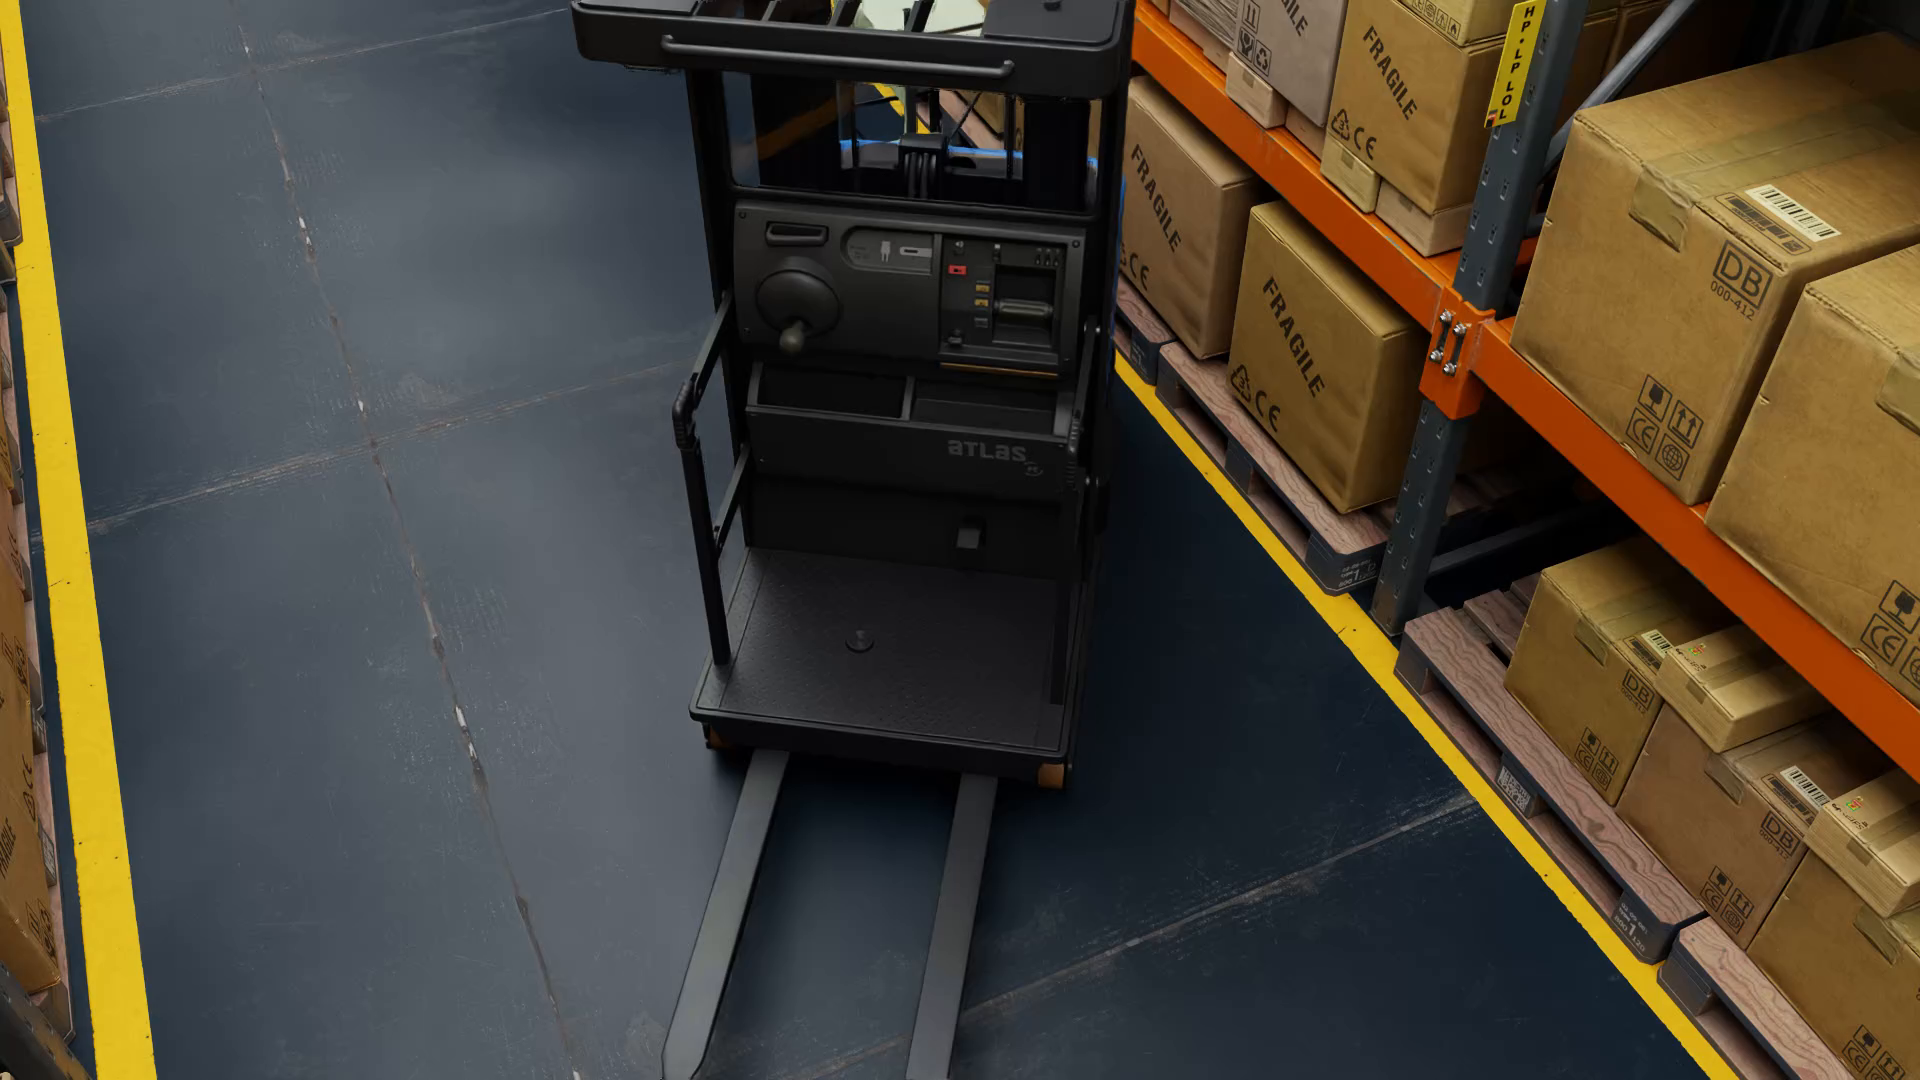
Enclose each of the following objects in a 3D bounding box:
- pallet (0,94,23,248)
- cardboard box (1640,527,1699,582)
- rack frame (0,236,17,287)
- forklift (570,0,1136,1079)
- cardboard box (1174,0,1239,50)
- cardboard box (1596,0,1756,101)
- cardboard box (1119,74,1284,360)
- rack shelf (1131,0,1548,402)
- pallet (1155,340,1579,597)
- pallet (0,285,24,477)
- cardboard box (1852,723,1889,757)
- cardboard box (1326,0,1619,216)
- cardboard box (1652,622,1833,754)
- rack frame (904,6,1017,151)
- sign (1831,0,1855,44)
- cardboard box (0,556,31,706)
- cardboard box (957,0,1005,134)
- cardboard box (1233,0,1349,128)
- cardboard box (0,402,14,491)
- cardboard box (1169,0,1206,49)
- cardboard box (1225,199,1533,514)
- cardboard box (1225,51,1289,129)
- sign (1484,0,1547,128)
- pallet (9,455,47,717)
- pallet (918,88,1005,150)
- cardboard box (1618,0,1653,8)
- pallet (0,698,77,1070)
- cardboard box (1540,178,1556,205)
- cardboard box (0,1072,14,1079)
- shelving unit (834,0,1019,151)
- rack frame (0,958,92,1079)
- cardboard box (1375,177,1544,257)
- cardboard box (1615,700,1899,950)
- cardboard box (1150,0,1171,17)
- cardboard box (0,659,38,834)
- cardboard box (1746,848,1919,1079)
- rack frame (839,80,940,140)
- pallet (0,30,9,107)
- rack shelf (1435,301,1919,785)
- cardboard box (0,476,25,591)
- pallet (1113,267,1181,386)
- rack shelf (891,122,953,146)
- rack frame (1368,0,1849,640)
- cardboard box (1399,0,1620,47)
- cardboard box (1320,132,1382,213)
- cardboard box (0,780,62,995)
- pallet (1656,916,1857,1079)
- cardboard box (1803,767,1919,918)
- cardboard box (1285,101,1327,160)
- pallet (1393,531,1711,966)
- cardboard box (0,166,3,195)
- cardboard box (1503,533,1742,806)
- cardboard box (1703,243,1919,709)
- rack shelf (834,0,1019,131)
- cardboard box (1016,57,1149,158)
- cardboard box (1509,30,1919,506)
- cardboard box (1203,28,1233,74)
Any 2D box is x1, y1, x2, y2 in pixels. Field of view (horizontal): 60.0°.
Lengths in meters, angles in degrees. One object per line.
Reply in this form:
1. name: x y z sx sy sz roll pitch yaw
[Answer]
1. pallet: -4.657 -1.557 7.178 1.003 0.211 1.213 -18 47 -17
2. cardboard box: 2.169 -0.065 4.699 0.380 0.149 0.250 -18 47 -18
3. rack frame: -4.346 -2.014 5.655 1.000 3.000 0.127 -18 47 -17
4. forklift: -0.170 -0.571 4.242 1.130 2.935 3.031 6 45 6
5. cardboard box: 0.979 -1.943 5.286 0.500 0.500 0.500 -18 47 -17
6. cardboard box: 1.864 -1.446 4.783 0.500 0.500 0.500 -20 48 -19
7. cardboard box: 1.061 -1.256 6.118 0.750 0.750 0.750 -17 47 -16
8. rack shelf: 0.988 -1.948 6.101 1.077 0.370 4.000 -18 47 -17
9. pallet: 1.436 -0.407 6.012 1.003 0.211 1.213 -18 47 -17
10. pallet: -4.066 -0.534 6.141 1.003 0.211 1.213 -18 47 -17
11. cardboard box: 2.504 0.438 4.189 0.380 0.149 0.250 -19 48 -19
12. cardboard box: 1.406 -1.298 4.633 0.500 0.500 0.500 -19 48 -18
13. cardboard box: 2.029 0.358 4.270 0.380 0.149 0.250 -17 47 -16
14. rack frame: 0.008 -1.222 5.921 0.400 1.500 0.023 -16 47 -16
15. sign: 2.332 -1.431 4.392 0.100 0.325 0.005 -18 47 -17
16. cardboard box: -3.084 0.231 4.847 0.500 0.500 0.500 -17 47 -17
17. cardboard box: 0.337 -2.356 7.233 0.750 0.750 0.750 -19 48 -18
18. cardboard box: 1.183 -1.620 4.959 0.500 0.500 0.500 -18 47 -17
19. cardboard box: -3.522 -0.424 5.510 0.500 0.500 0.500 -20 48 -19
20. cardboard box: 0.935 -1.802 5.605 0.380 0.149 0.250 -19 48 -18
21. cardboard box: 1.438 -0.690 5.545 0.750 0.750 0.750 -18 47 -17
22. cardboard box: 1.070 -1.463 5.261 0.380 0.149 0.250 -18 47 -17
23. sign: 1.341 -1.147 4.009 0.100 0.325 0.005 -18 47 -17
24. pallet: -3.557 0.242 5.354 1.003 0.211 1.213 -18 47 -17
25. pallet: 0.410 -1.962 7.588 1.003 0.211 1.213 -18 47 -17
26. cardboard box: 1.872 -1.715 4.522 0.500 0.250 0.500 -17 47 -16
27. pallet: -3.040 1.021 4.565 1.003 0.211 1.213 -18 47 -17
28. cardboard box: 1.868 -1.120 4.914 0.380 0.149 0.250 -19 48 -19
29. cardboard box: -2.167 1.548 3.512 0.500 0.500 0.500 -18 47 -17
30. shelving unit: -0.130 -1.460 6.162 0.431 1.500 0.755 -16 47 -16
31. rack frame: -2.661 0.534 3.073 0.949 2.616 0.053 -18 47 -17
32. cardboard box: 1.430 -0.979 4.772 0.380 0.149 0.250 -18 47 -17
33. cardboard box: 2.258 0.638 4.448 0.700 0.500 0.500 -18 48 -18
34. cardboard box: 0.834 -1.975 5.780 0.380 0.149 0.250 -17 47 -16
35. cardboard box: -2.881 0.552 4.522 0.500 0.500 0.500 -17 47 -17
36. cardboard box: 2.472 0.966 4.116 0.700 0.500 0.500 -17 47 -16
37. rack frame: -0.268 -1.698 6.403 0.400 1.500 0.023 -16 47 -16
38. pallet: -5.166 -2.334 7.965 1.003 0.211 1.213 -18 47 -17
39. rack shelf: 2.670 0.601 3.518 1.077 0.370 4.000 -18 47 -17
40. cardboard box: -3.296 -0.091 5.173 0.500 0.500 0.500 -20 48 -19
41. pallet: 0.919 -1.185 6.801 1.003 0.211 1.213 -18 47 -17
42. rack shelf: -0.130 -1.228 6.391 0.431 0.370 0.720 -16 47 -16
43. rack frame: 1.829 -0.930 4.557 1.000 3.000 0.127 -18 47 -17
44. cardboard box: 1.400 -1.568 4.372 0.500 0.250 0.500 -17 47 -16
45. cardboard box: 1.302 -1.133 4.927 0.380 0.149 0.250 -17 47 -17
46. cardboard box: -2.646 0.888 4.180 0.500 0.500 0.500 -20 48 -19
47. pallet: 2.594 1.349 4.233 1.003 0.211 1.213 -18 47 -17
48. cardboard box: 2.248 0.691 3.933 0.380 0.149 0.250 -19 48 -19
49. cardboard box: 1.234 -1.312 5.108 0.380 0.149 0.250 -17 47 -16
50. pallet: 2.078 0.570 5.022 1.003 0.211 1.213 -18 47 -17
51. cardboard box: -4.300 -1.605 6.899 0.500 0.250 0.500 -18 47 -18
52. cardboard box: 2.050 0.317 4.774 0.700 0.500 0.500 -17 47 -17
53. cardboard box: 2.344 -0.219 3.623 0.980 0.700 0.700 -19 48 -18
54. rack shelf: -0.130 -1.738 5.888 0.431 0.370 0.720 -16 47 -16
55. cardboard box: 0.700 -1.796 6.666 0.750 0.750 0.750 -18 47 -18
56. cardboard box: 2.042 -0.686 4.096 0.980 0.700 0.700 -17 47 -17
57. cardboard box: 1.027 -1.638 5.439 0.380 0.149 0.250 -18 47 -17
